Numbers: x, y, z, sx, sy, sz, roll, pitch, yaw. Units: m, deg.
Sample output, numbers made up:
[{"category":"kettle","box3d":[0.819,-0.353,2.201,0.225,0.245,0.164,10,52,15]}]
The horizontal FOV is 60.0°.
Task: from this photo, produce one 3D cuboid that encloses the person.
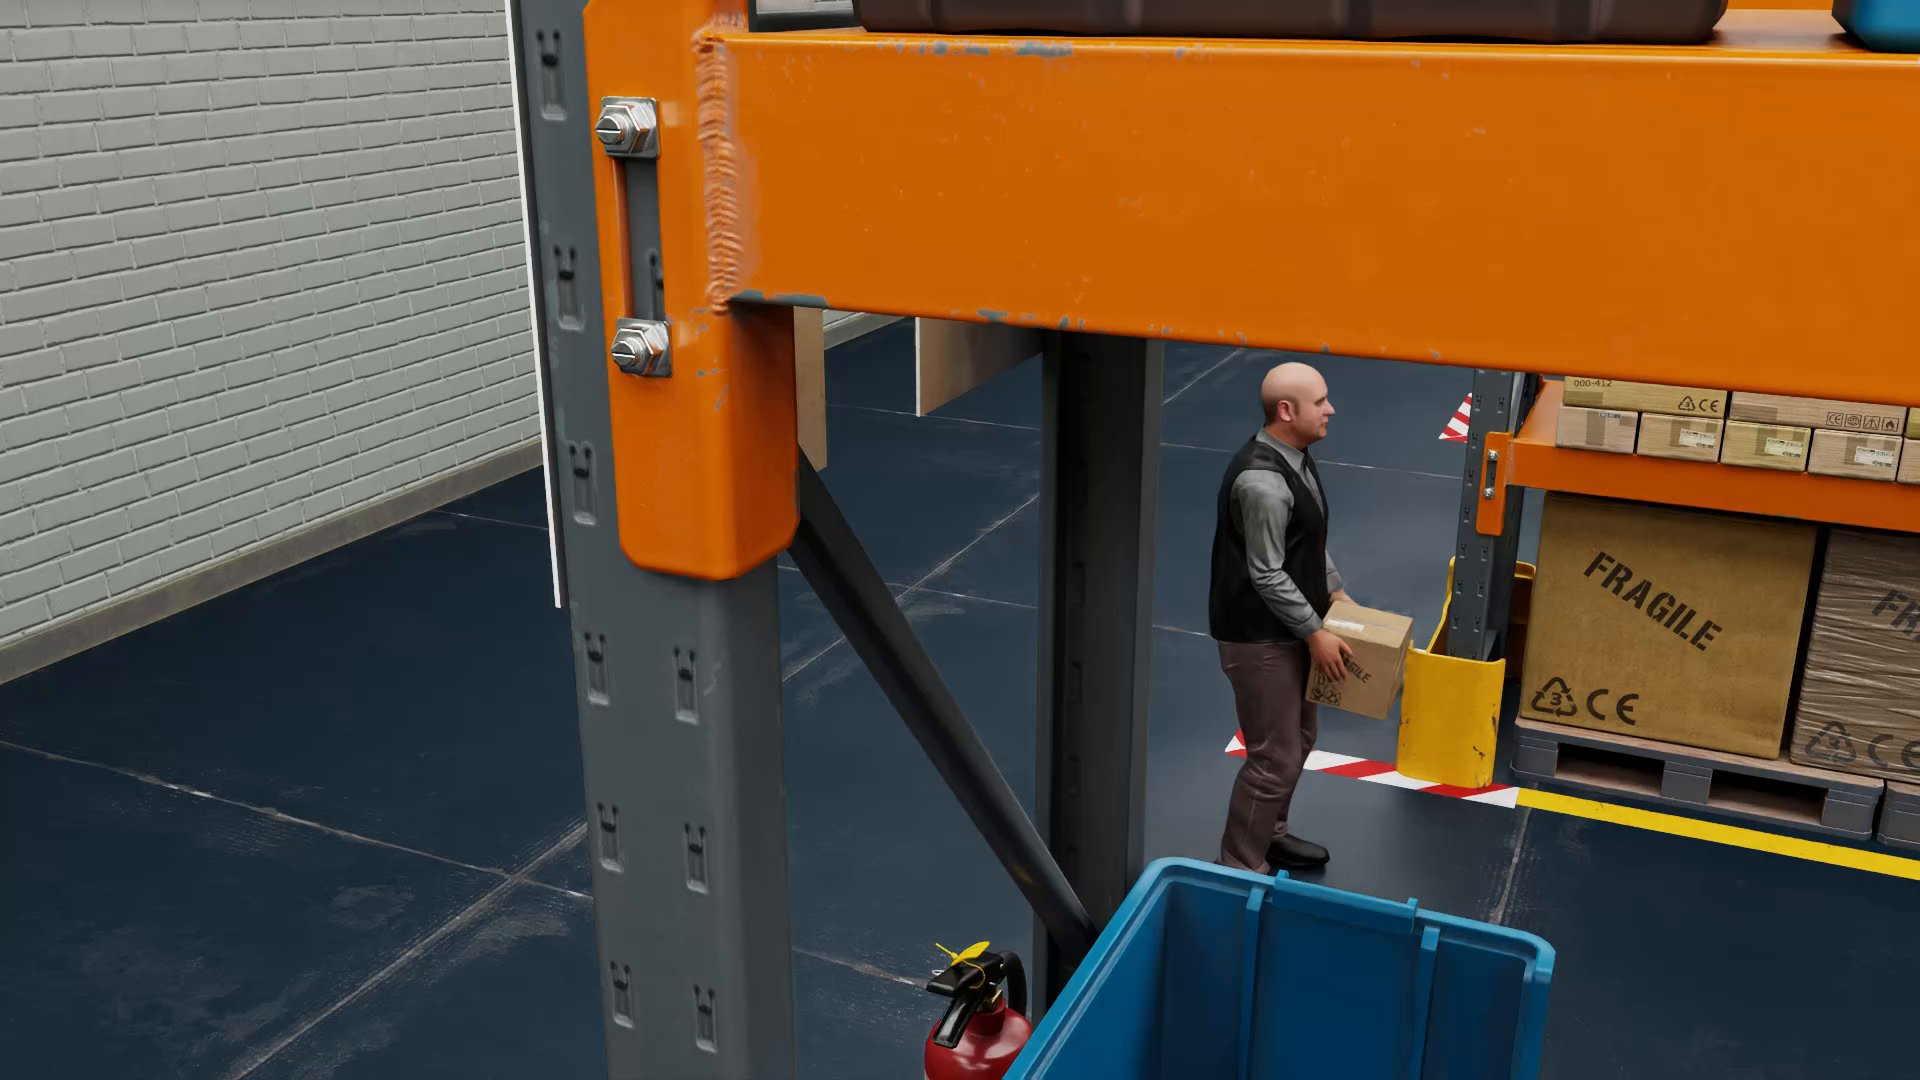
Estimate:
[{"category":"person","box3d":[1.023,0.295,5.230,0.482,1.728,0.544,8,20,22]}]
